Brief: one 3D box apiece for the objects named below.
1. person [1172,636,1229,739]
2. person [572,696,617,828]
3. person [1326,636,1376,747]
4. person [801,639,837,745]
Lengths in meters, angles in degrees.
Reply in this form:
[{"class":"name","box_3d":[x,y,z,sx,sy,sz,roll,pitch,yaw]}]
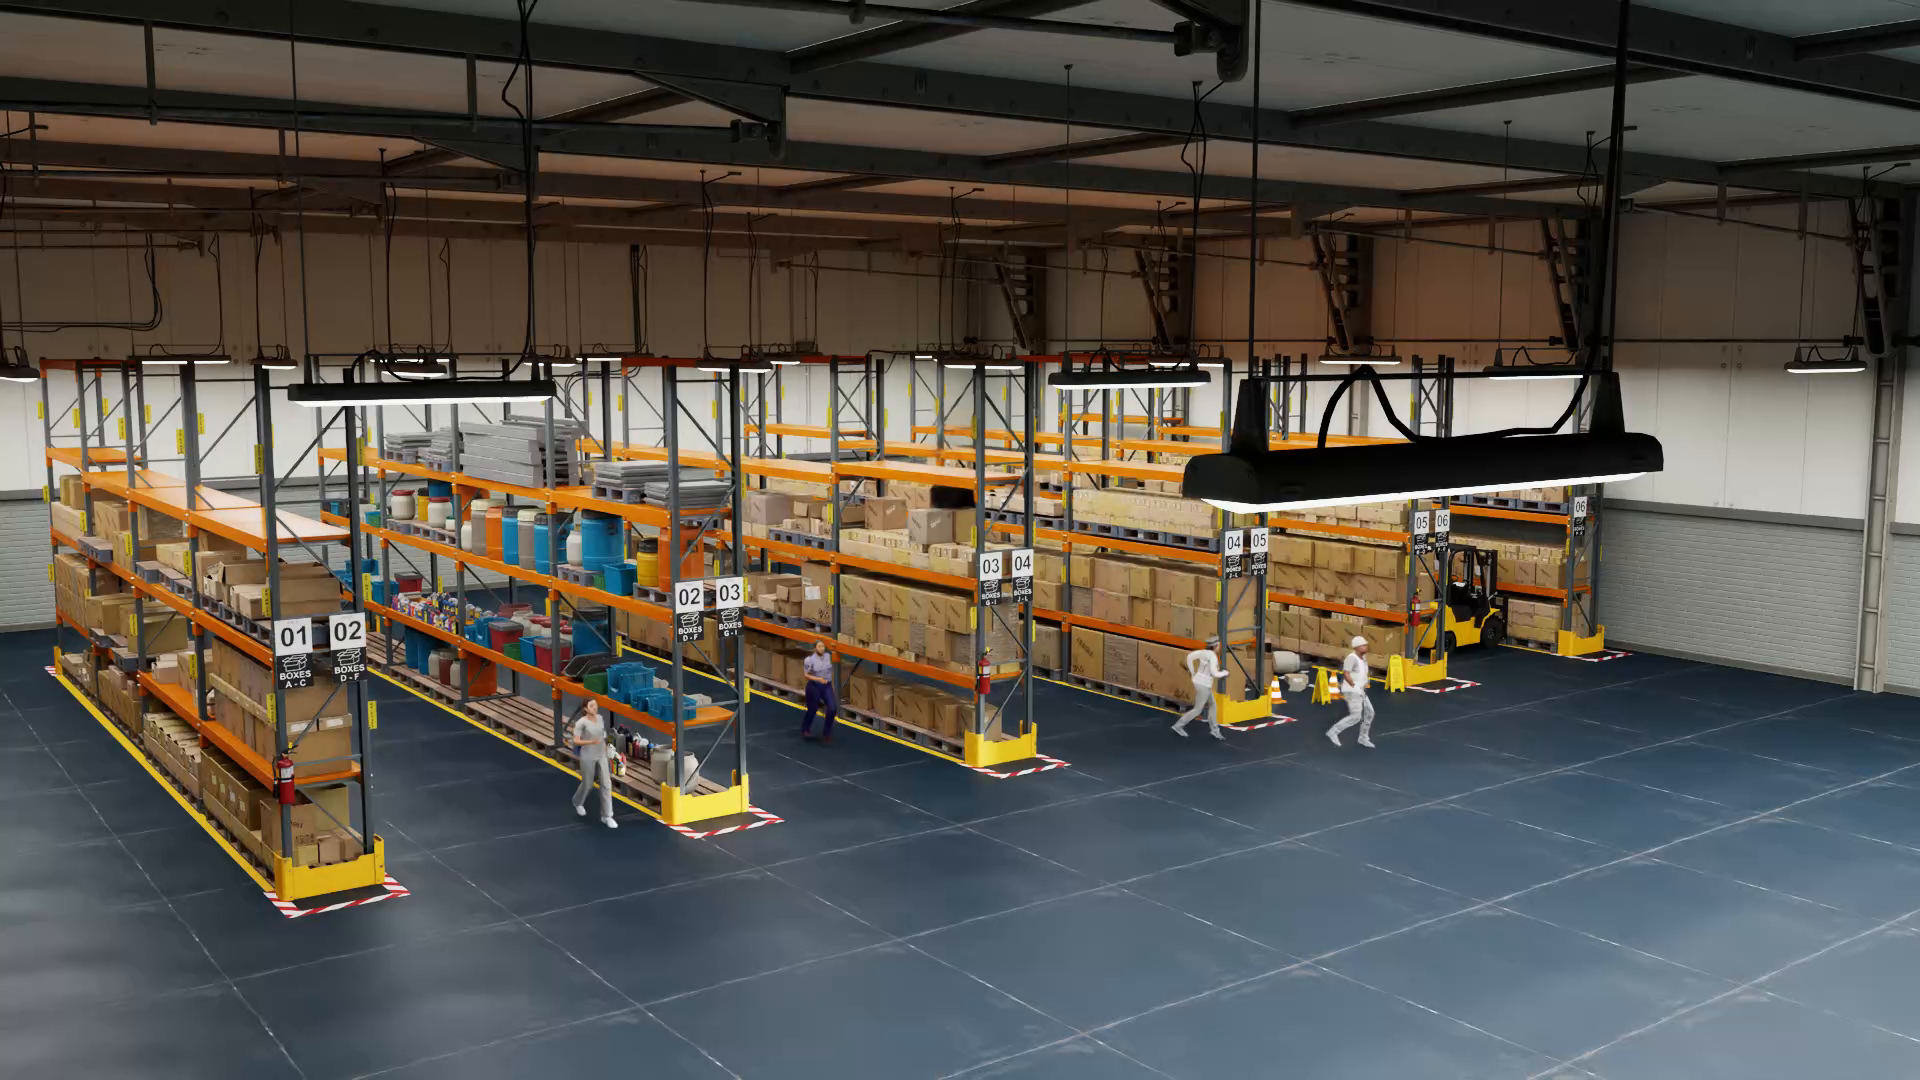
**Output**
[{"class":"person","box_3d":[3.801,2.375,26.356,0.927,1.707,0.645,-2,7,-14]},{"class":"person","box_3d":[-4.795,2.868,21.737,0.569,1.665,0.925,-6,9,-42]},{"class":"person","box_3d":[6.126,2.383,25.901,0.706,1.777,0.892,3,7,22]},{"class":"person","box_3d":[-2.229,2.392,26.231,0.556,1.697,0.760,-4,8,-30]}]
